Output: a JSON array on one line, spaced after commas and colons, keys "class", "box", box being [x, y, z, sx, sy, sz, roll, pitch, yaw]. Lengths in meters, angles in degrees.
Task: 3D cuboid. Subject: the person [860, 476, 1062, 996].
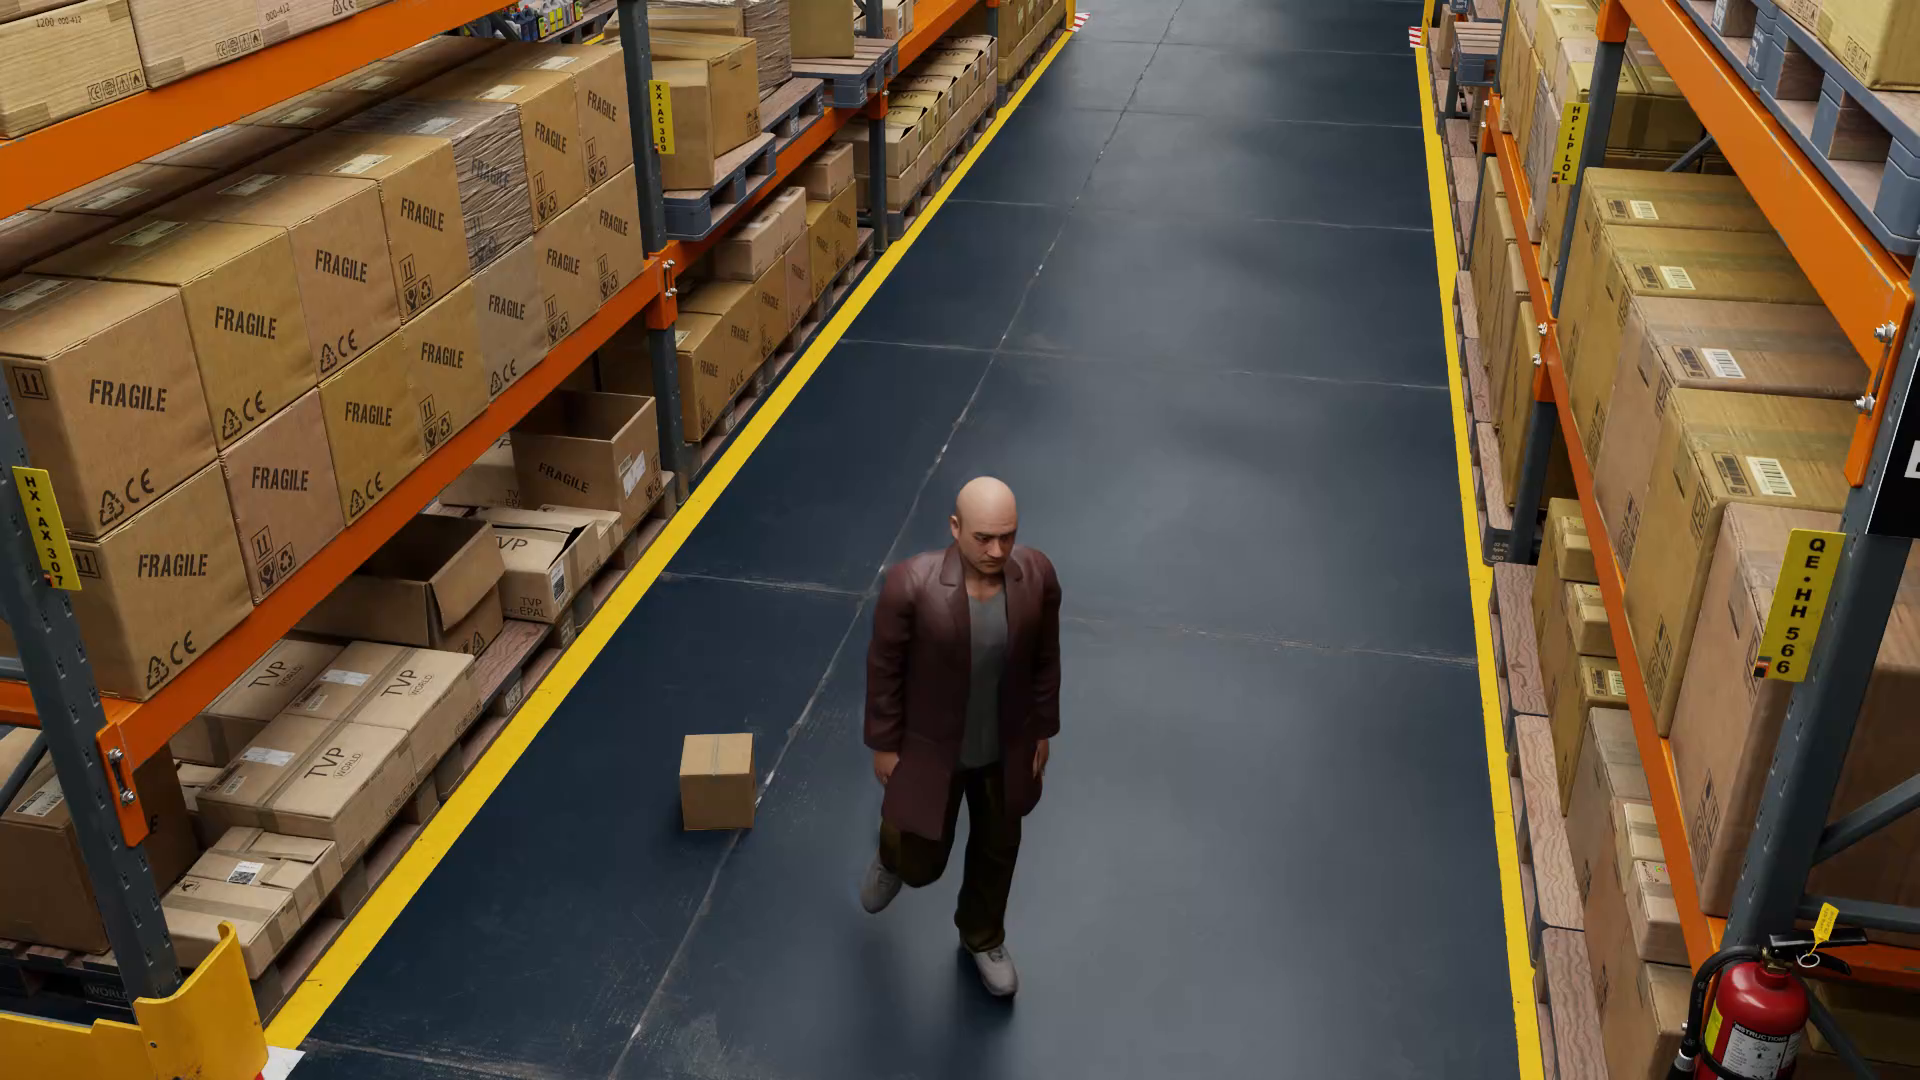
[{"class": "person", "box": [-0.021, 0.550, 5.057, 0.602, 1.770, 0.636, -9, 30, -17]}]
